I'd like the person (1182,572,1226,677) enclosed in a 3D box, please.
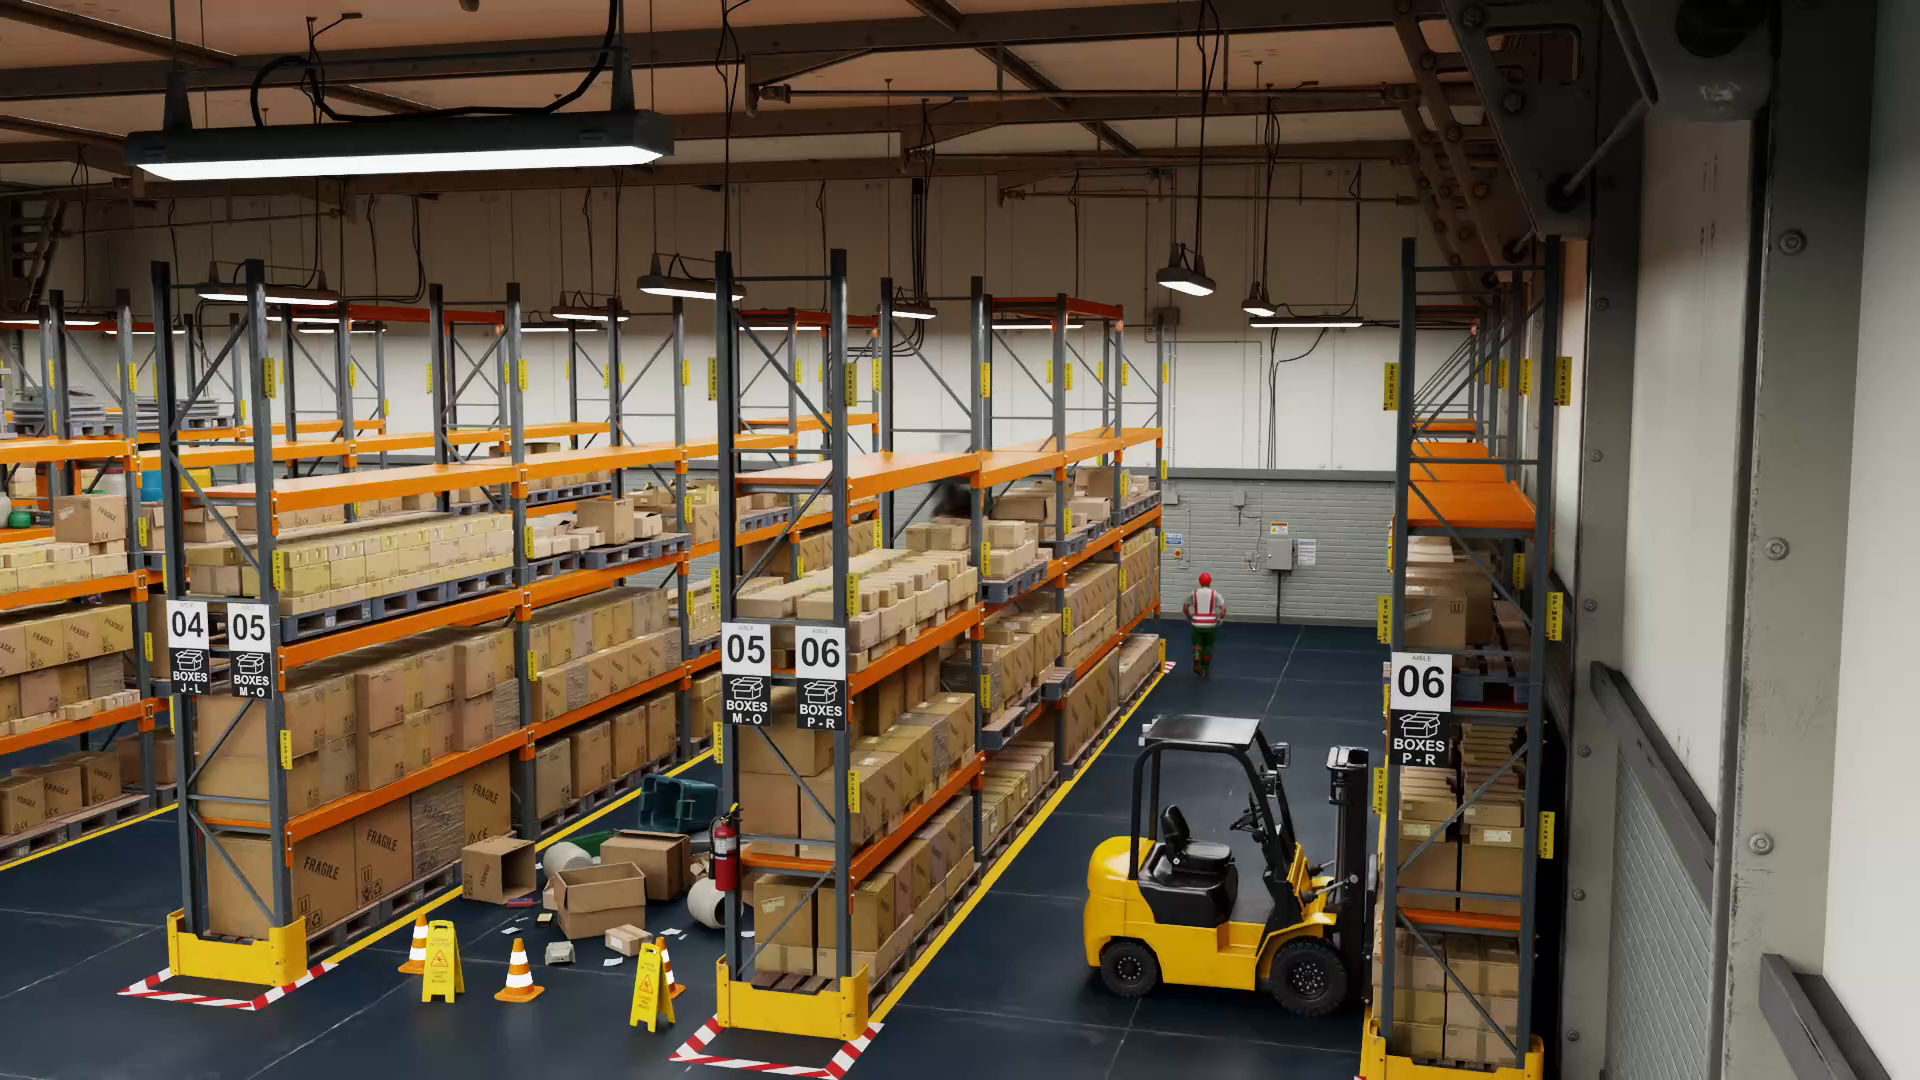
[{"bbox_3d":[4.010,1.406,27.357,0.710,1.746,0.677,1,6,12],"label":"person"}]
